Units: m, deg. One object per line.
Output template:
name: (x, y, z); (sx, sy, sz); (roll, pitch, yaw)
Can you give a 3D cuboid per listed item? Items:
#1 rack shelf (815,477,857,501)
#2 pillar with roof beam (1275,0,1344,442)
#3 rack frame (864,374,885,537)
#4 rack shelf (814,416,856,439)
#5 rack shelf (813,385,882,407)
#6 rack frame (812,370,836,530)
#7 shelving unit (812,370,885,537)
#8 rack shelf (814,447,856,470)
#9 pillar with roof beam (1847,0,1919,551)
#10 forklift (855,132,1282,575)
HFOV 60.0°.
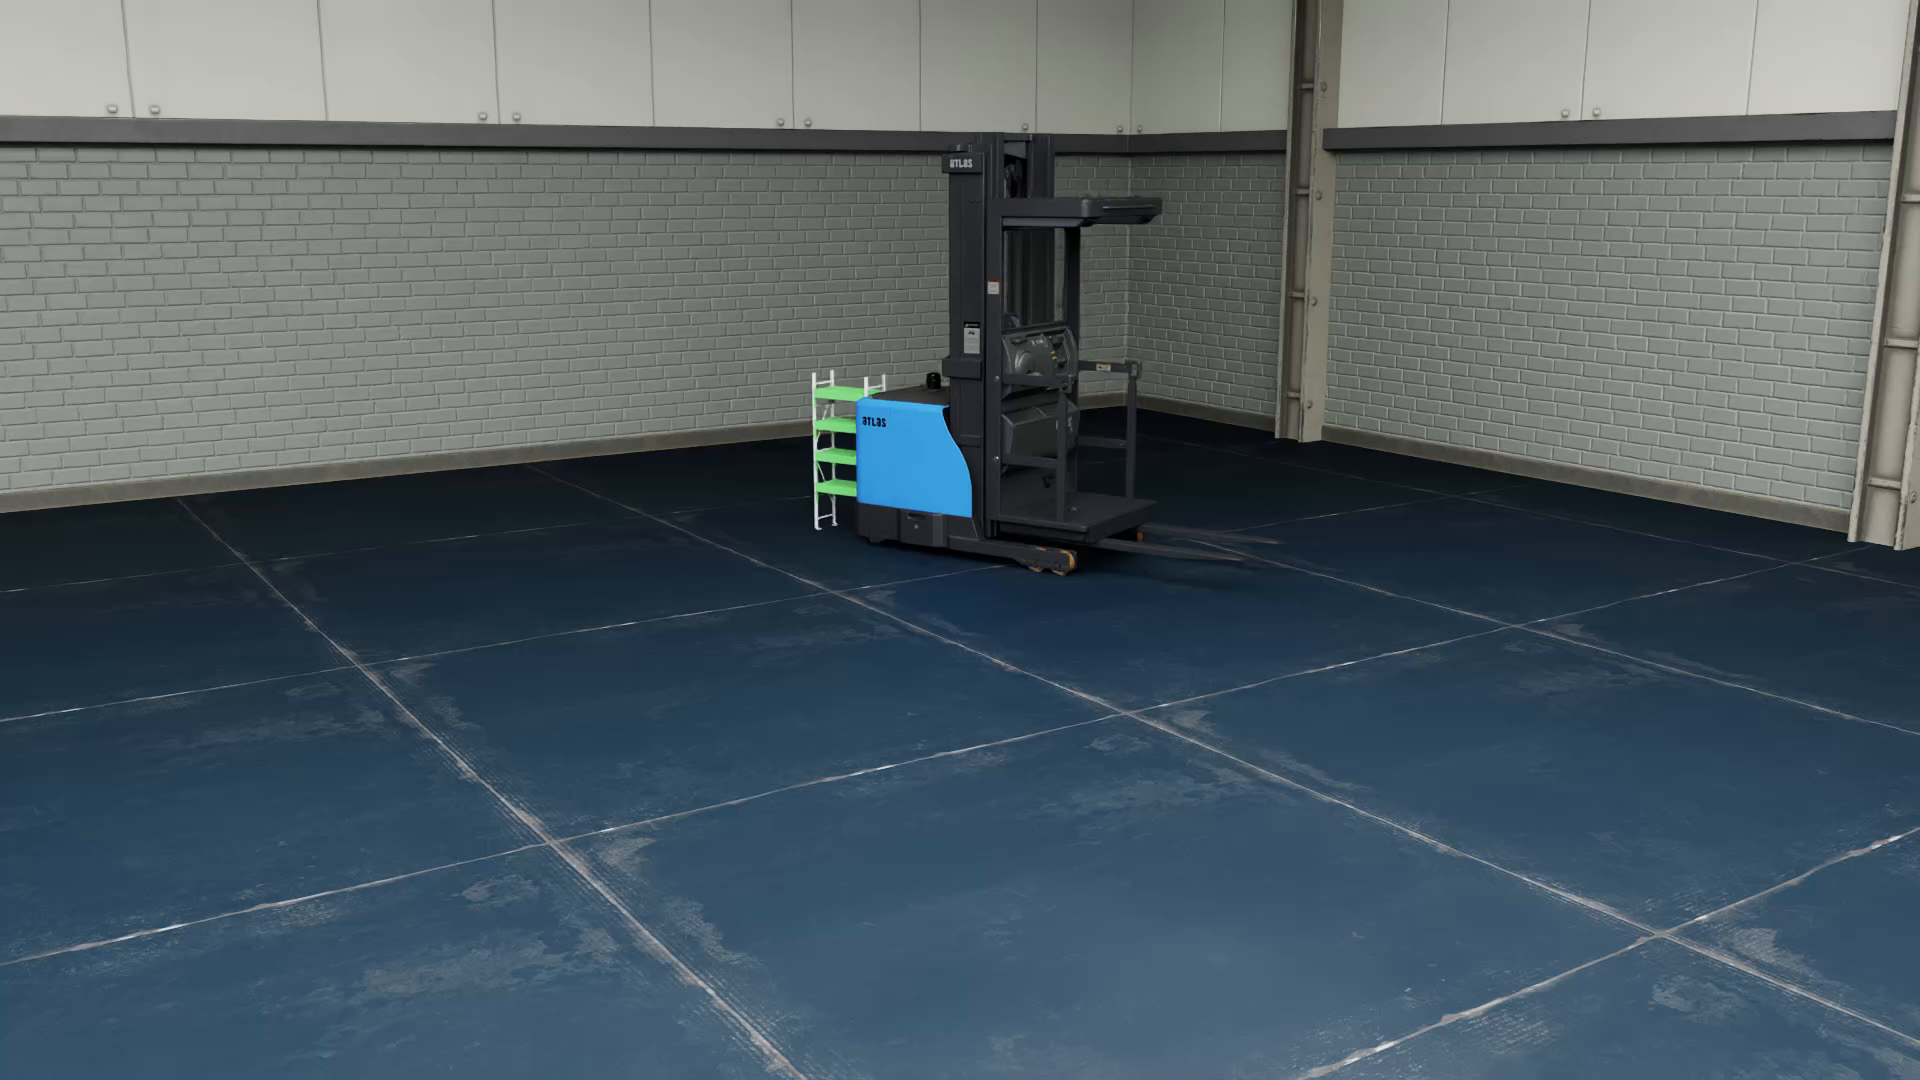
rack shelf: (-0.833, -0.362, 12.631); (0.480, 0.148, 0.258); (8, 15, 33)
pillar with roof beam: (-0.094, -4.930, 13.844); (9.100, 9.000, 0.400); (-8, 15, -33)
rack frame: (-0.630, -0.630, 12.435); (0.015, 1.200, 0.240); (8, 15, 33)
rack shelf: (-0.833, -0.831, 12.529); (0.480, 0.148, 0.258); (8, 15, 33)
rack shelf: (-0.833, -1.065, 12.478); (0.480, 0.148, 0.258); (8, 15, 33)
rack frame: (-1.037, -0.688, 12.698); (0.015, 1.200, 0.240); (8, 15, 33)
shelving unit: (-0.833, -0.659, 12.567); (0.503, 1.200, 0.258); (8, 15, 33)
rack shelf: (-0.833, -0.597, 12.580); (0.480, 0.148, 0.258); (8, 15, 33)
pillar with roof beam: (3.230, -3.863, 8.964); (9.100, 9.000, 0.400); (-8, 15, -33)
forklift: (0.737, -1.323, 11.549); (3.031, 2.935, 1.130); (8, 15, 33)
